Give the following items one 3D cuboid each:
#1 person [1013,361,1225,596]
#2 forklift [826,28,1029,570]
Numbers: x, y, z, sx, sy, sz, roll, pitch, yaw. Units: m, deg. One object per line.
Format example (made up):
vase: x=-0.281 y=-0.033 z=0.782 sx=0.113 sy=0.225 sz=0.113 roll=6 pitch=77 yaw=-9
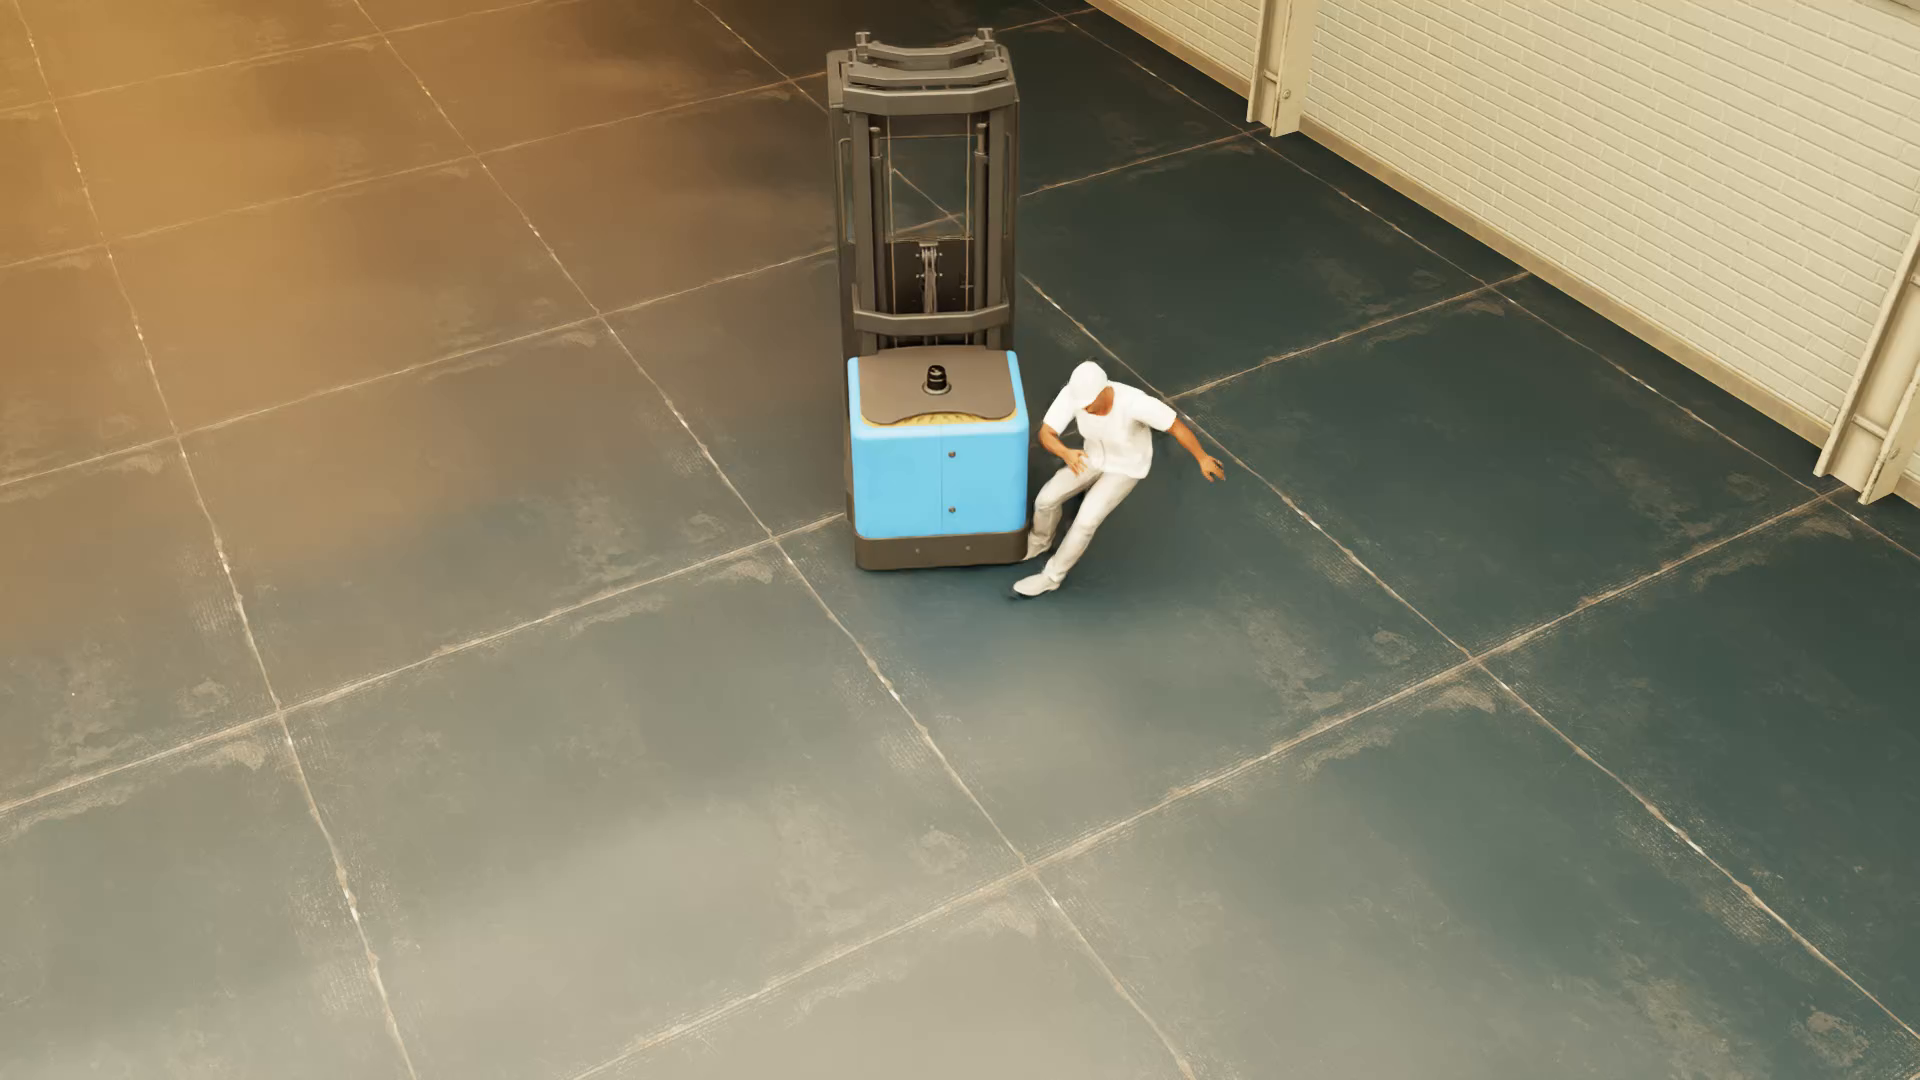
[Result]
person: x=0.838 y=-0.321 z=9.627 sx=1.100 sy=1.489 sz=0.949 roll=26 pitch=46 yaw=28
forklift: x=-0.223 y=-1.877 z=10.299 sx=1.130 sy=2.935 sz=3.031 roll=-3 pitch=40 yaw=-4
